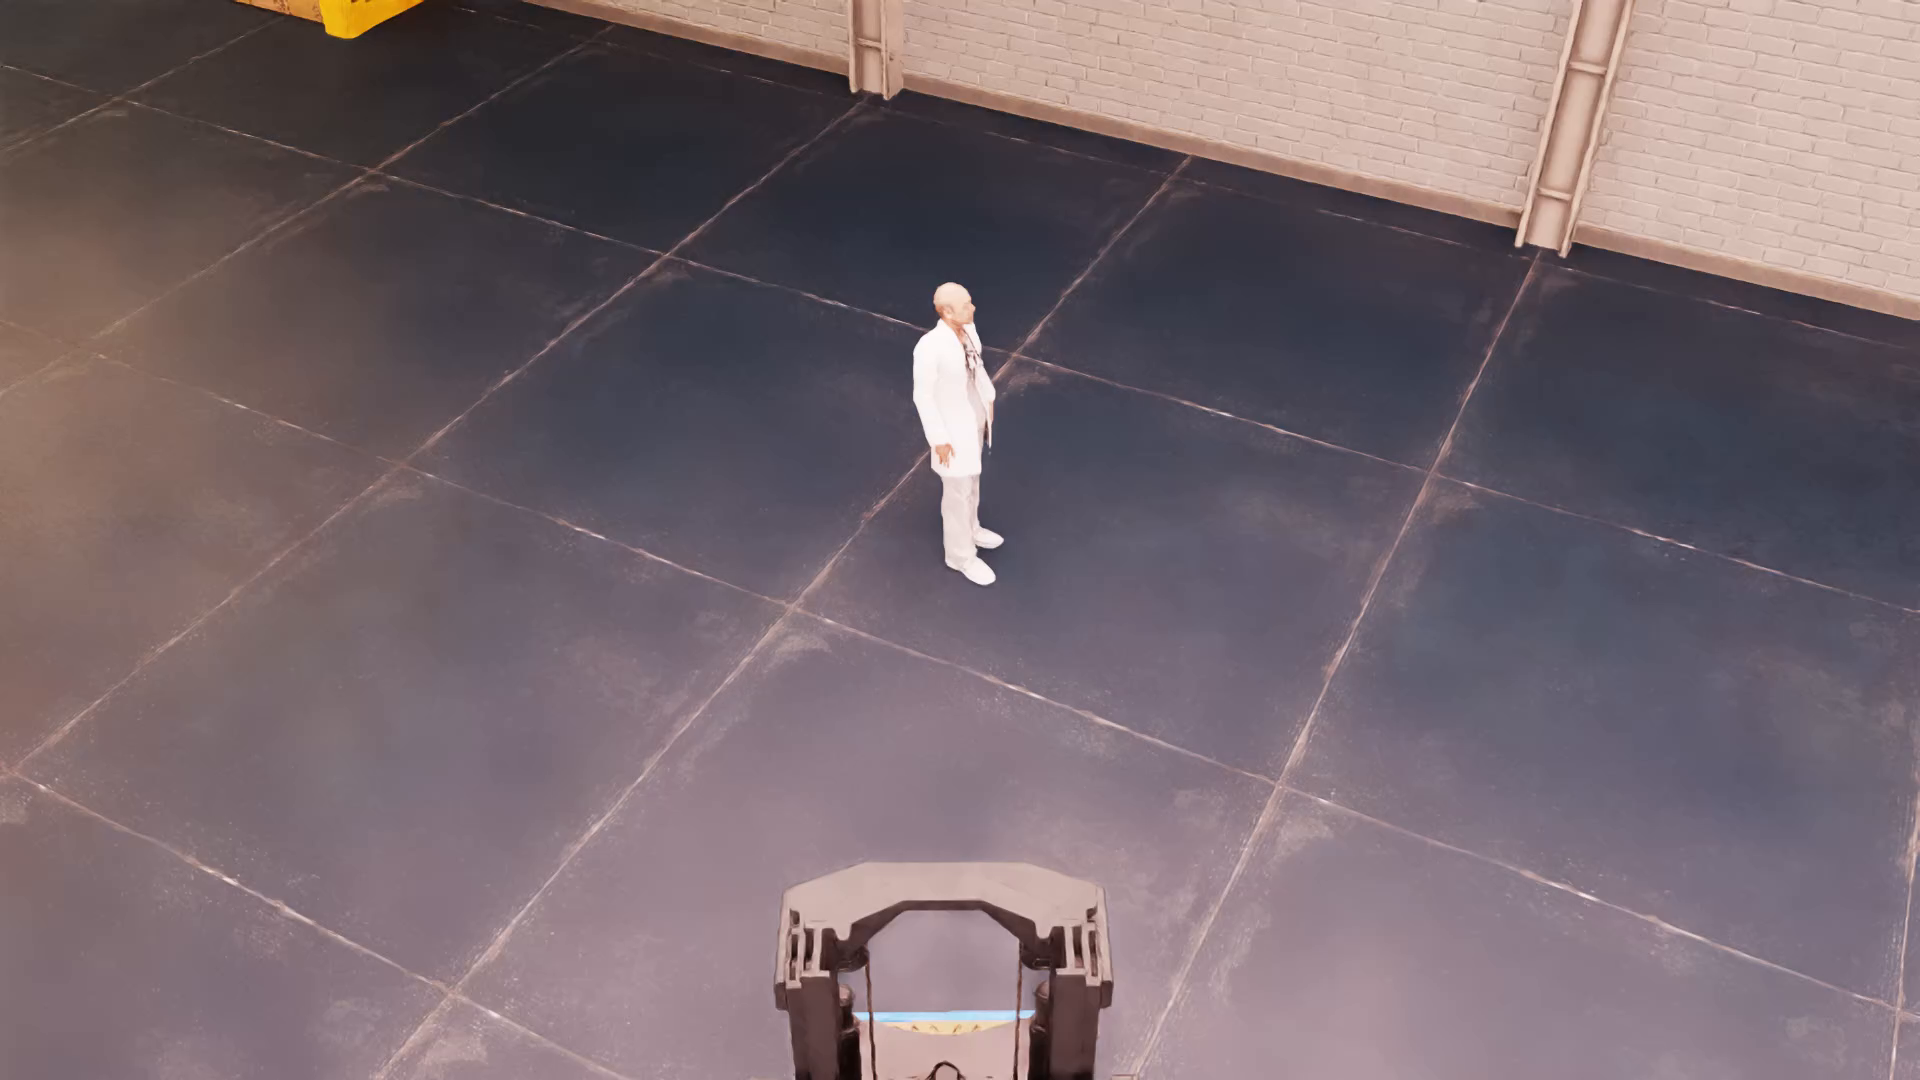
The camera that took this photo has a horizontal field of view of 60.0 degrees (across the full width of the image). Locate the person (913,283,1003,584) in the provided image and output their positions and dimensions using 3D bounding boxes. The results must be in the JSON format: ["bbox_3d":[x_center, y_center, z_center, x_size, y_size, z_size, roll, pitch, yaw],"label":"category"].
[{"bbox_3d":[0.079,-0.656,9.650,0.579,1.776,0.694,18,43,21],"label":"person"}]

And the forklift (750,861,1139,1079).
[{"bbox_3d":[-0.040,2.476,5.047,1.130,2.935,3.031,0,40,0],"label":"forklift"}]
